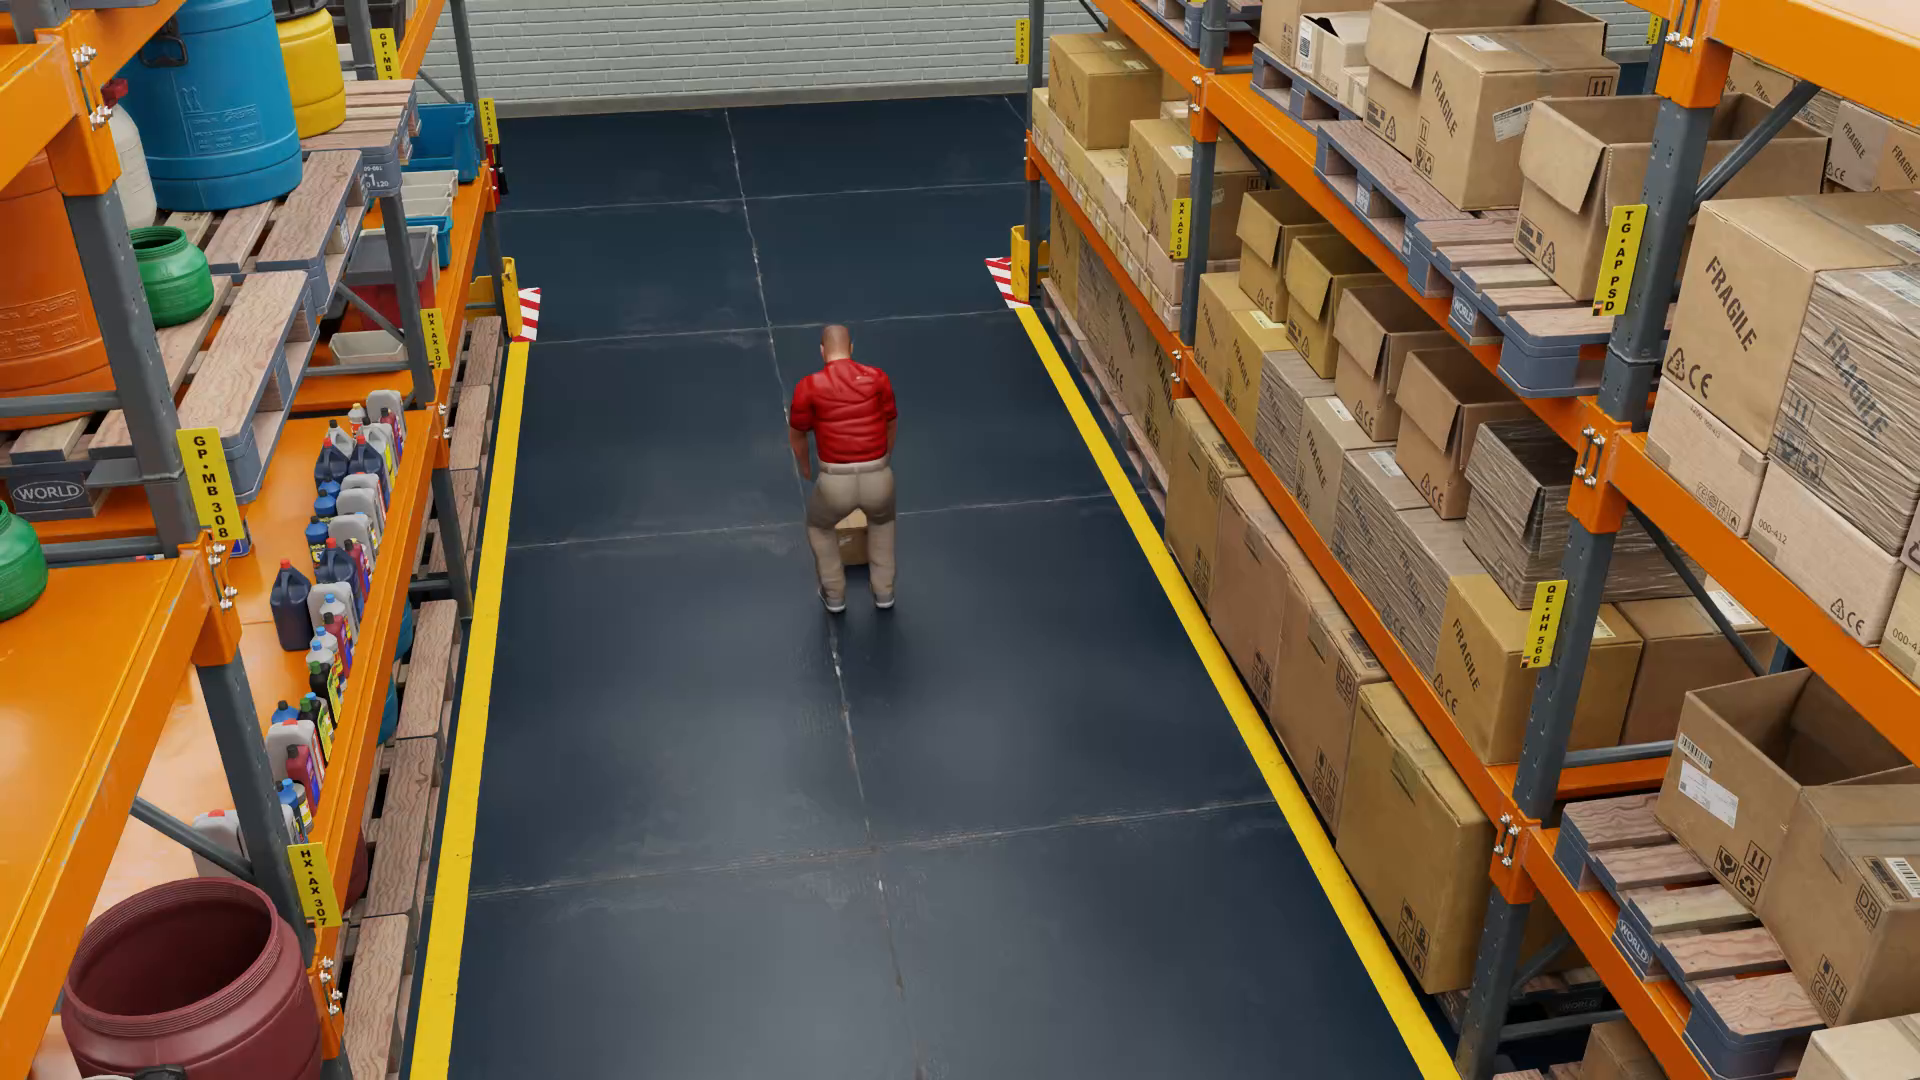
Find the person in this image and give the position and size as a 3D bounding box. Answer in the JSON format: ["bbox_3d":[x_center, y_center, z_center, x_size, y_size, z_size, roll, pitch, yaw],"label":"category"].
[{"bbox_3d":[-0.612,-0.349,8.925,0.581,1.560,0.574,-5,31,-8],"label":"person"}]
